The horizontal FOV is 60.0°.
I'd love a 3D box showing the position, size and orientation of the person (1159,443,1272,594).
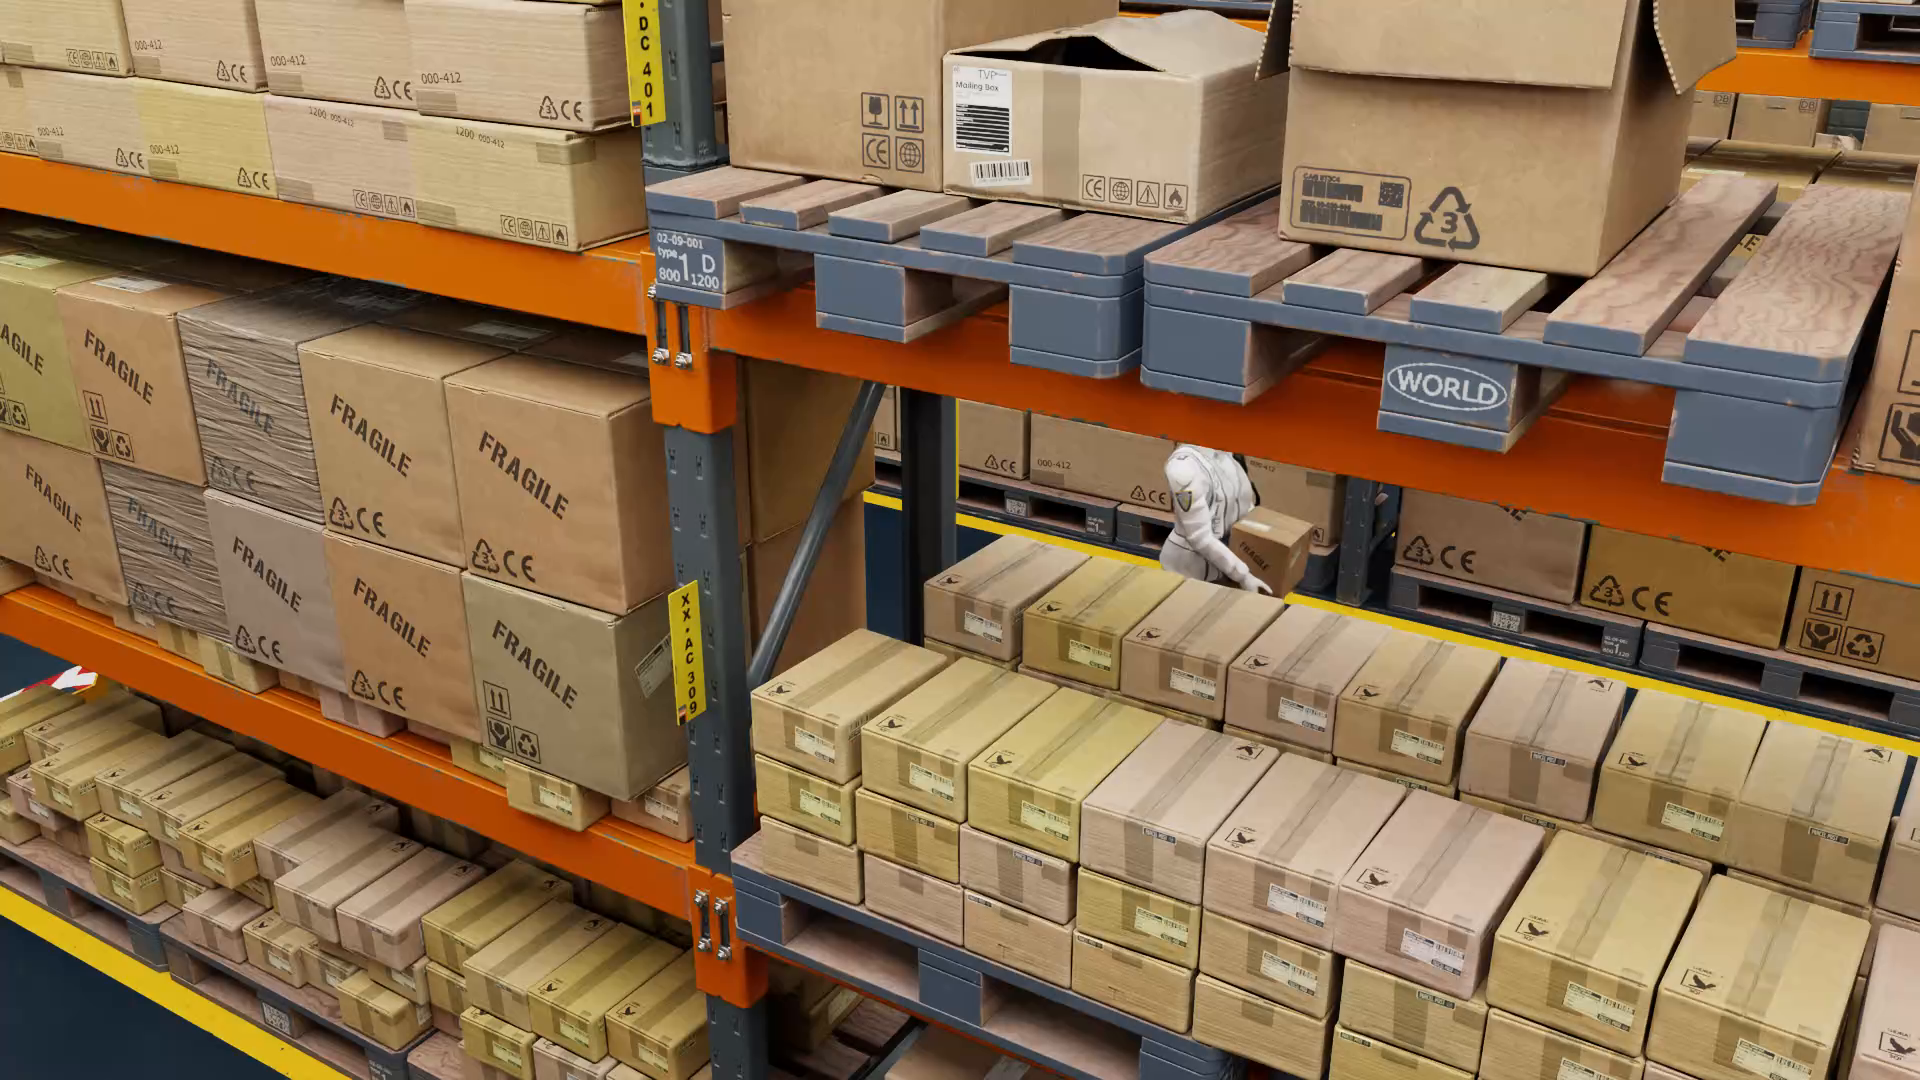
[{"bbox_3d":[1.055,0.156,6.707,0.539,1.690,0.457,14,27,29],"label":"person"}]
